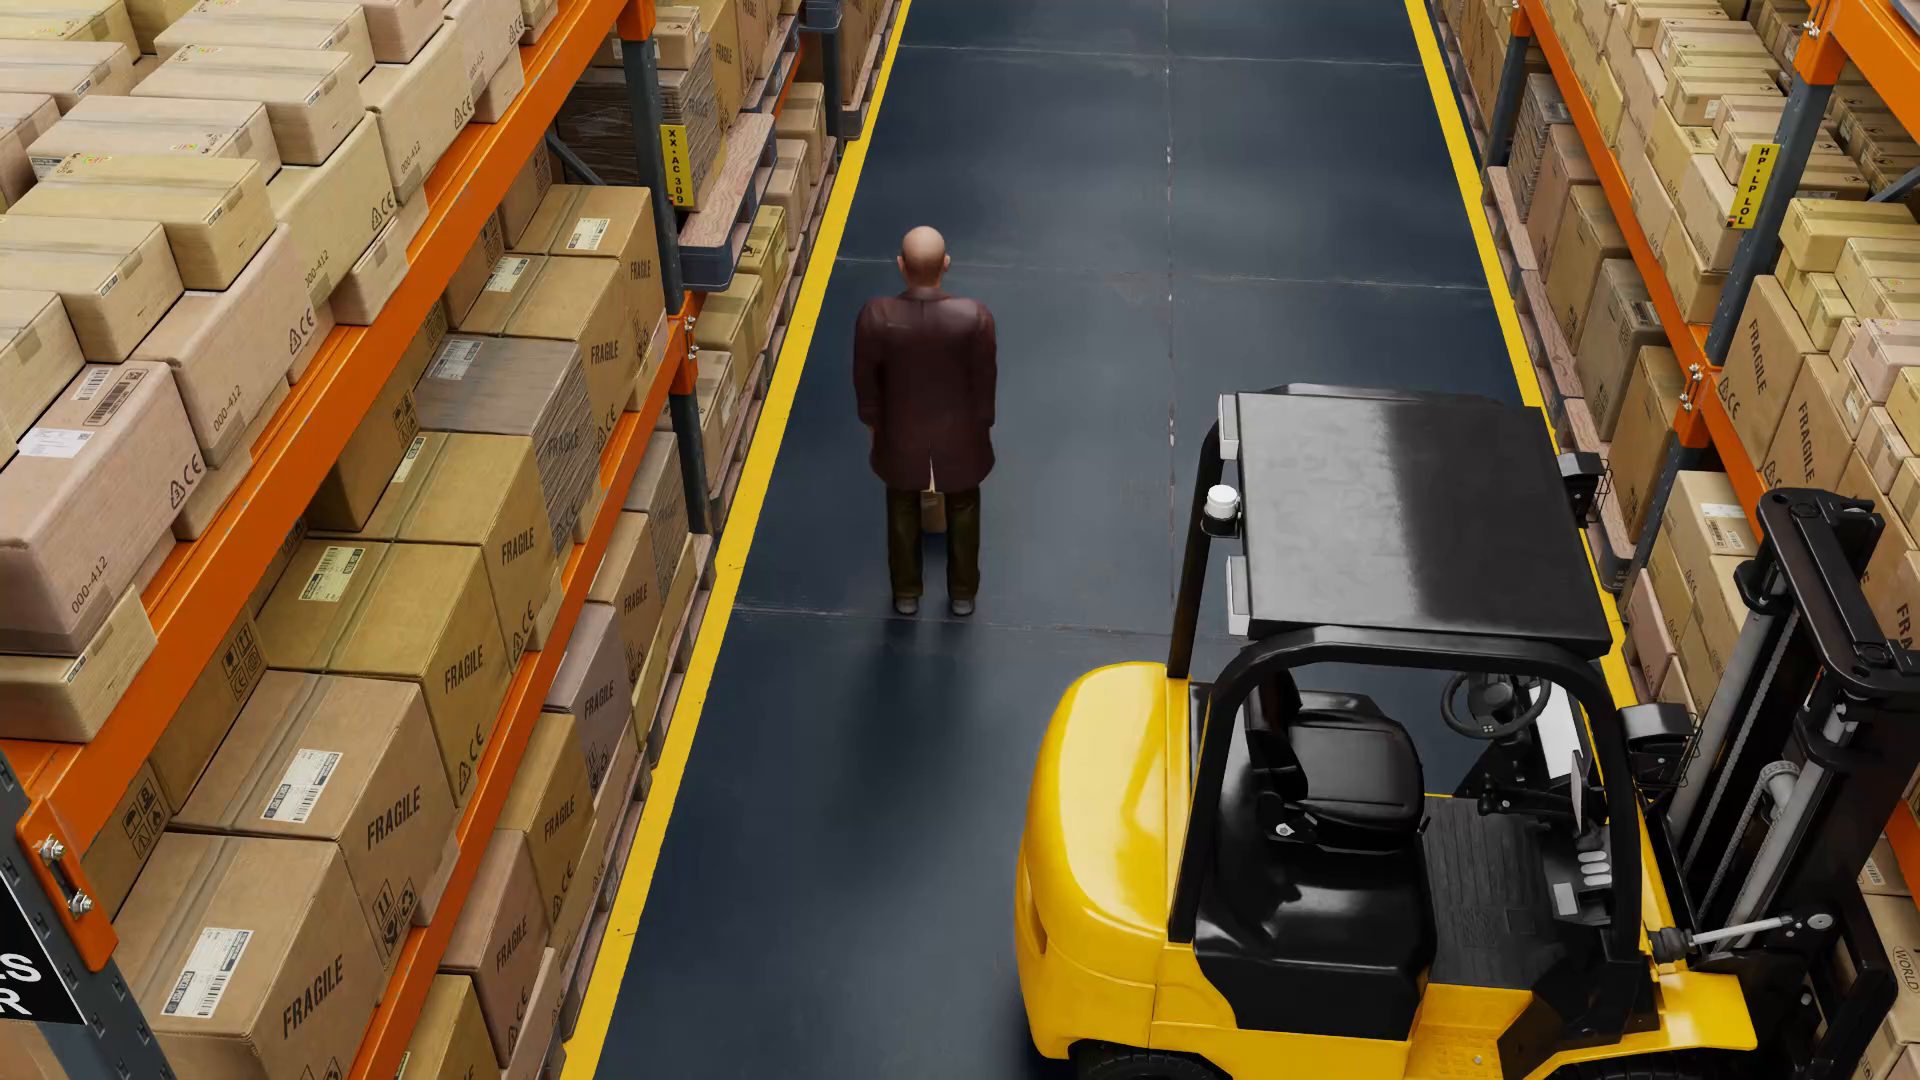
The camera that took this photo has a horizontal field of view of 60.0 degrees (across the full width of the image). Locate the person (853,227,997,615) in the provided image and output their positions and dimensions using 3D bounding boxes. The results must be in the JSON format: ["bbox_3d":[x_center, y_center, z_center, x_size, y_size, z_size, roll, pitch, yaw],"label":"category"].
[{"bbox_3d":[-0.136,-0.463,6.748,0.569,1.761,0.381,2,40,2],"label":"person"}]
